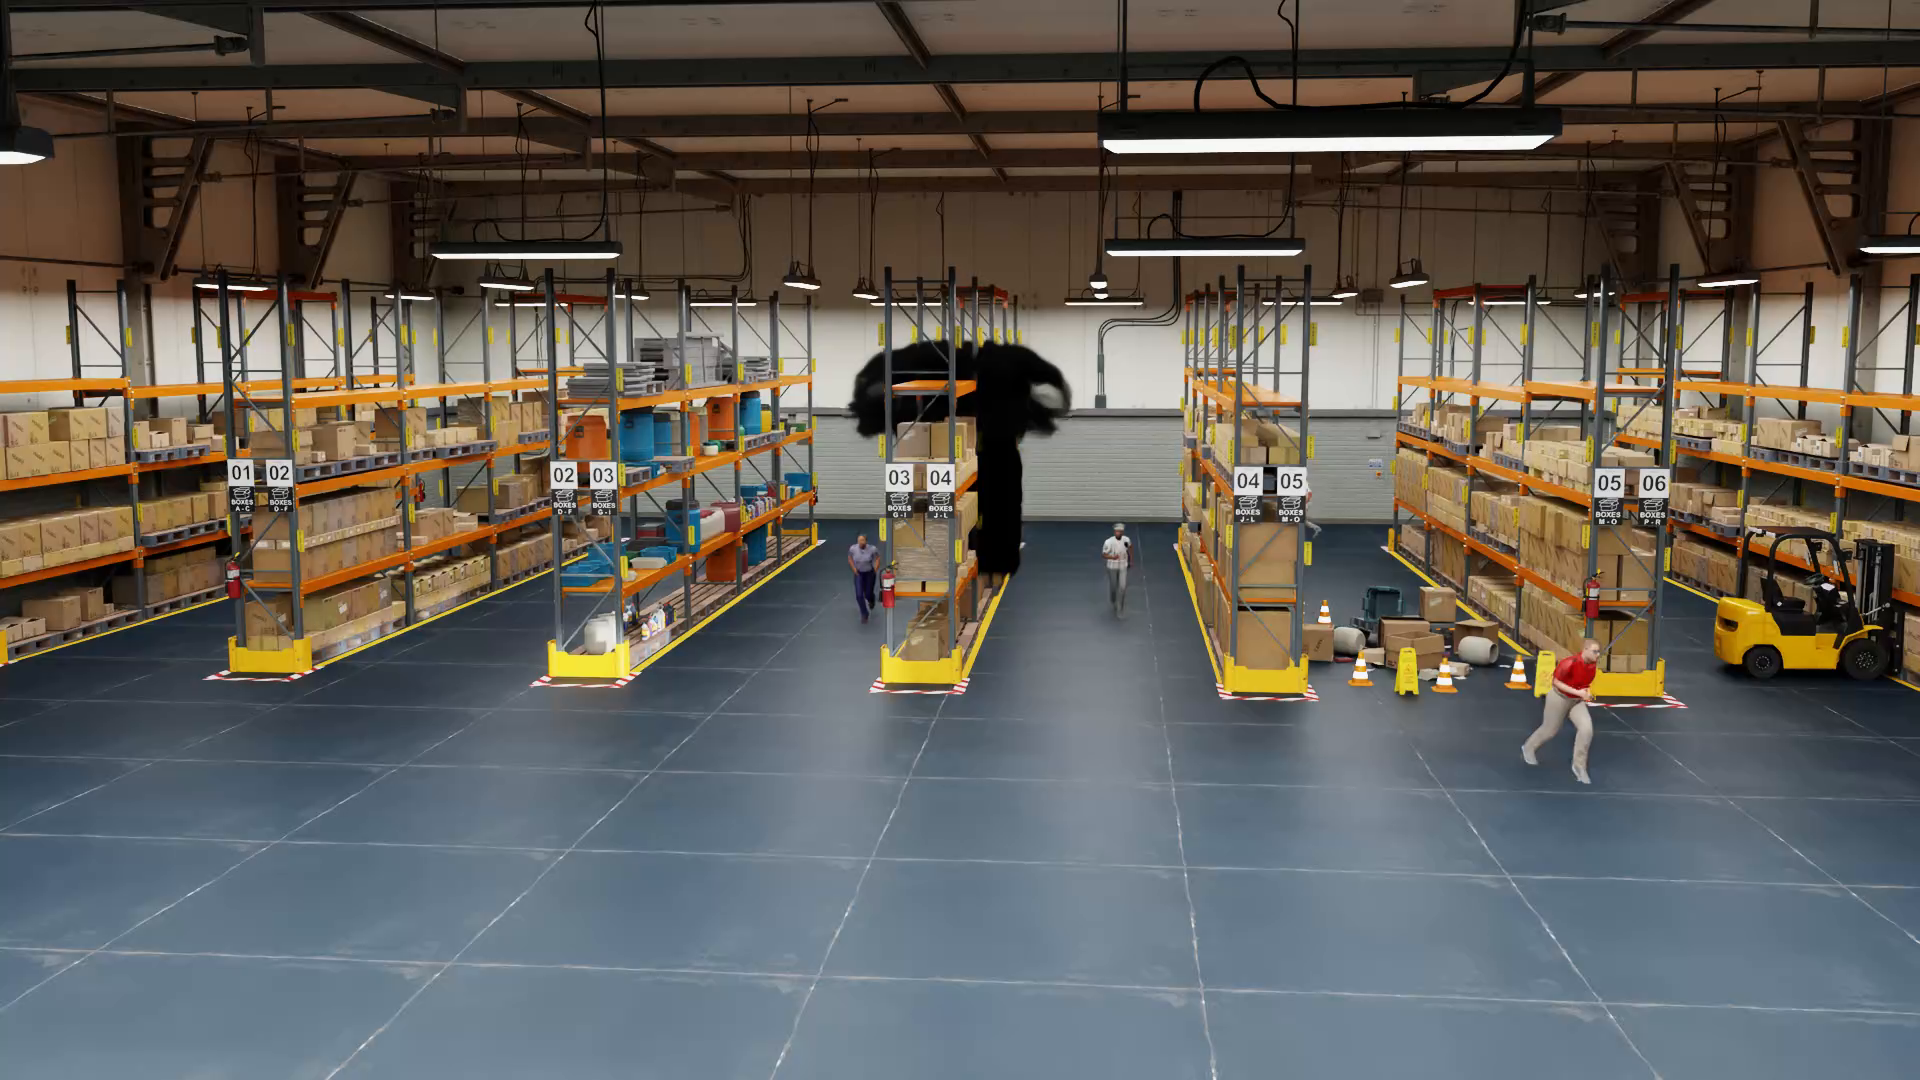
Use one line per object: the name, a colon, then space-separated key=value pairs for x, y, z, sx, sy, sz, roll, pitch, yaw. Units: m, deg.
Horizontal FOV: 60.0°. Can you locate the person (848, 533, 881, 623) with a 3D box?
person: x=-1.690 y=0.646 z=29.587 sx=0.579 sy=1.599 sz=0.763 roll=1 pitch=7 yaw=9

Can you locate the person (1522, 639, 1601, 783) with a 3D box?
person: x=6.910 y=1.914 z=19.098 sx=0.707 sy=1.697 sz=1.007 roll=-4 pitch=8 yaw=-29

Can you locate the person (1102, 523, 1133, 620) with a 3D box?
person: x=2.838 y=0.537 z=29.993 sx=0.600 sy=1.731 sz=0.918 roll=-1 pitch=7 yaw=-6

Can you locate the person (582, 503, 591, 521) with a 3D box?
person: x=-9.304 y=-0.952 z=42.028 sx=0.900 sy=1.795 sz=0.644 roll=2 pitch=7 yaw=17

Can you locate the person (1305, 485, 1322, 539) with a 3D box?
person: x=8.348 y=-0.789 z=40.561 sx=0.990 sy=1.756 sz=0.725 roll=1 pitch=7 yaw=5
